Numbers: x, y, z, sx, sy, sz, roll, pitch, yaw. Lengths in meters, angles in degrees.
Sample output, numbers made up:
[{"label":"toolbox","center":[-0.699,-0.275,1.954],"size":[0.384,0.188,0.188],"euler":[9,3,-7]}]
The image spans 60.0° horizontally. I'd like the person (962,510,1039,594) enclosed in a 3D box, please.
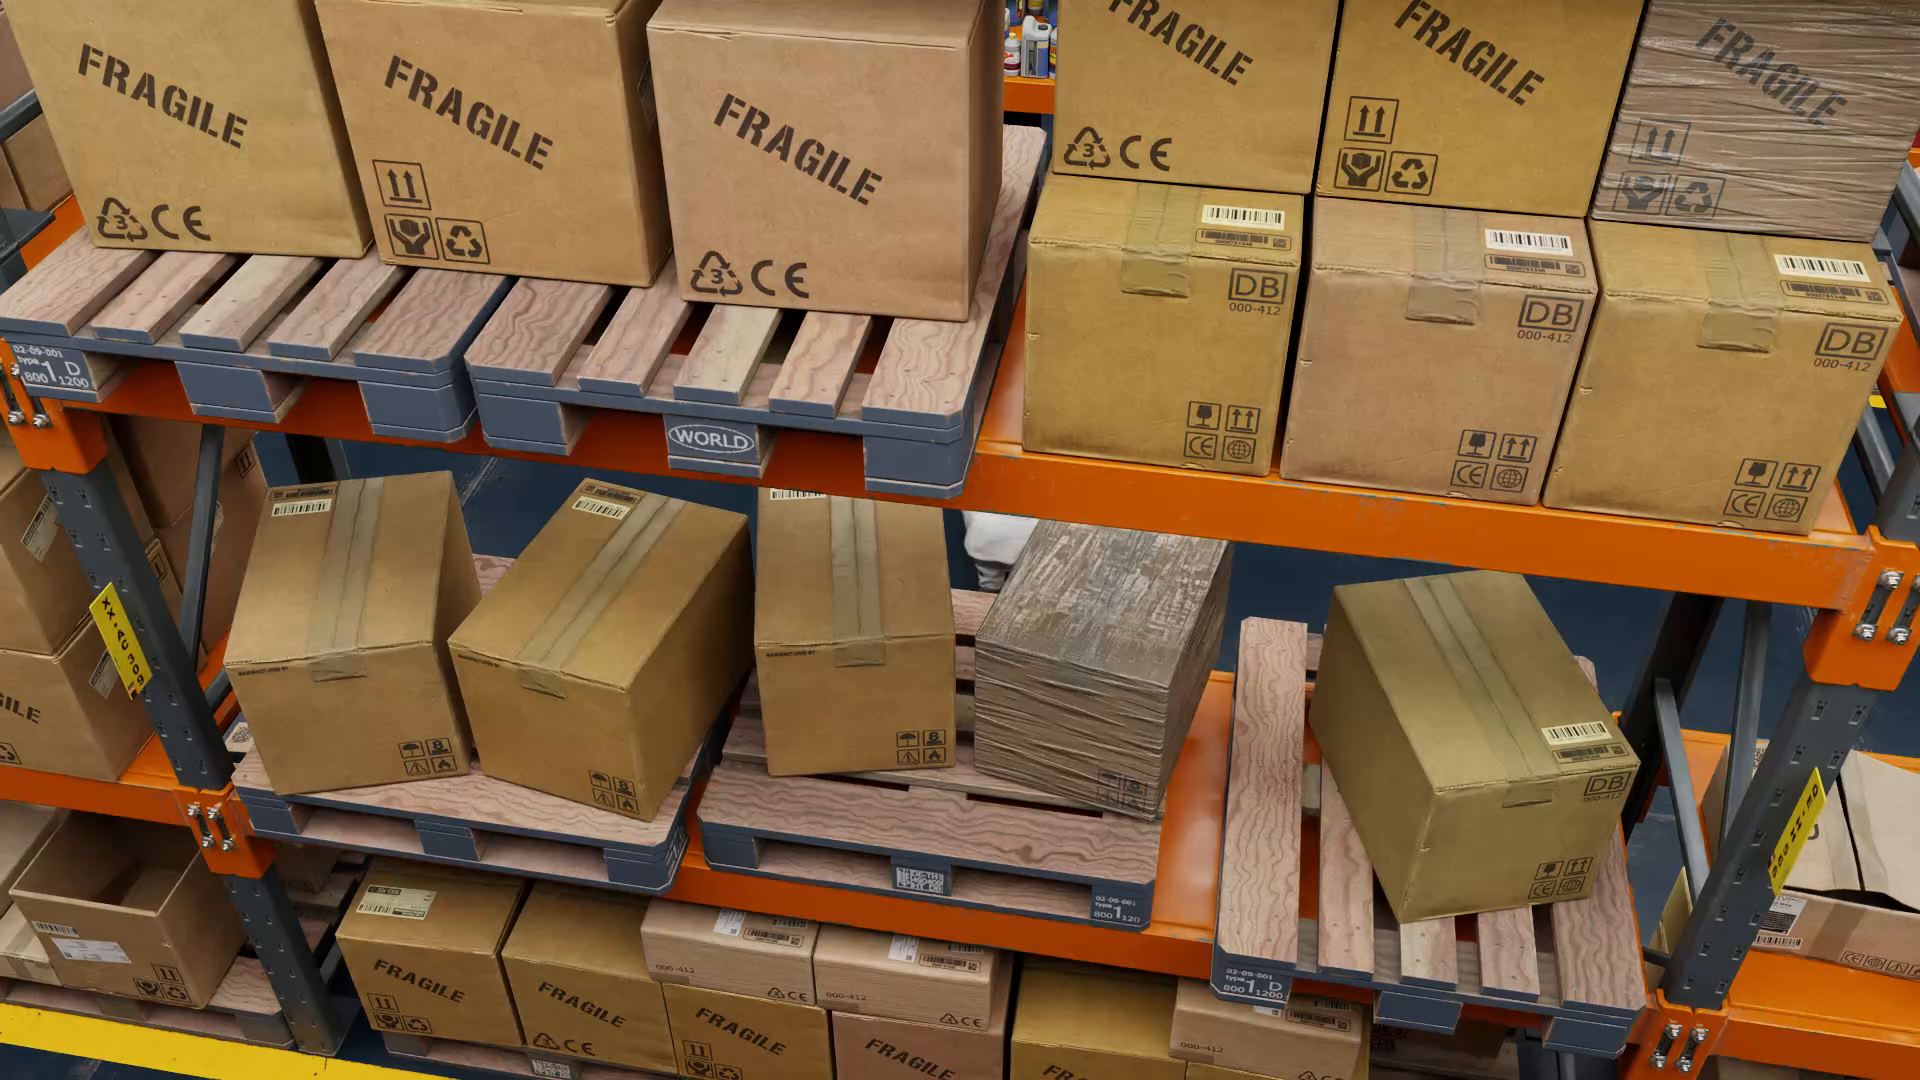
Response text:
[{"label":"person","center":[0.239,-0.227,7.029],"size":[0.562,0.993,0.865],"euler":[7,41,8]}]
